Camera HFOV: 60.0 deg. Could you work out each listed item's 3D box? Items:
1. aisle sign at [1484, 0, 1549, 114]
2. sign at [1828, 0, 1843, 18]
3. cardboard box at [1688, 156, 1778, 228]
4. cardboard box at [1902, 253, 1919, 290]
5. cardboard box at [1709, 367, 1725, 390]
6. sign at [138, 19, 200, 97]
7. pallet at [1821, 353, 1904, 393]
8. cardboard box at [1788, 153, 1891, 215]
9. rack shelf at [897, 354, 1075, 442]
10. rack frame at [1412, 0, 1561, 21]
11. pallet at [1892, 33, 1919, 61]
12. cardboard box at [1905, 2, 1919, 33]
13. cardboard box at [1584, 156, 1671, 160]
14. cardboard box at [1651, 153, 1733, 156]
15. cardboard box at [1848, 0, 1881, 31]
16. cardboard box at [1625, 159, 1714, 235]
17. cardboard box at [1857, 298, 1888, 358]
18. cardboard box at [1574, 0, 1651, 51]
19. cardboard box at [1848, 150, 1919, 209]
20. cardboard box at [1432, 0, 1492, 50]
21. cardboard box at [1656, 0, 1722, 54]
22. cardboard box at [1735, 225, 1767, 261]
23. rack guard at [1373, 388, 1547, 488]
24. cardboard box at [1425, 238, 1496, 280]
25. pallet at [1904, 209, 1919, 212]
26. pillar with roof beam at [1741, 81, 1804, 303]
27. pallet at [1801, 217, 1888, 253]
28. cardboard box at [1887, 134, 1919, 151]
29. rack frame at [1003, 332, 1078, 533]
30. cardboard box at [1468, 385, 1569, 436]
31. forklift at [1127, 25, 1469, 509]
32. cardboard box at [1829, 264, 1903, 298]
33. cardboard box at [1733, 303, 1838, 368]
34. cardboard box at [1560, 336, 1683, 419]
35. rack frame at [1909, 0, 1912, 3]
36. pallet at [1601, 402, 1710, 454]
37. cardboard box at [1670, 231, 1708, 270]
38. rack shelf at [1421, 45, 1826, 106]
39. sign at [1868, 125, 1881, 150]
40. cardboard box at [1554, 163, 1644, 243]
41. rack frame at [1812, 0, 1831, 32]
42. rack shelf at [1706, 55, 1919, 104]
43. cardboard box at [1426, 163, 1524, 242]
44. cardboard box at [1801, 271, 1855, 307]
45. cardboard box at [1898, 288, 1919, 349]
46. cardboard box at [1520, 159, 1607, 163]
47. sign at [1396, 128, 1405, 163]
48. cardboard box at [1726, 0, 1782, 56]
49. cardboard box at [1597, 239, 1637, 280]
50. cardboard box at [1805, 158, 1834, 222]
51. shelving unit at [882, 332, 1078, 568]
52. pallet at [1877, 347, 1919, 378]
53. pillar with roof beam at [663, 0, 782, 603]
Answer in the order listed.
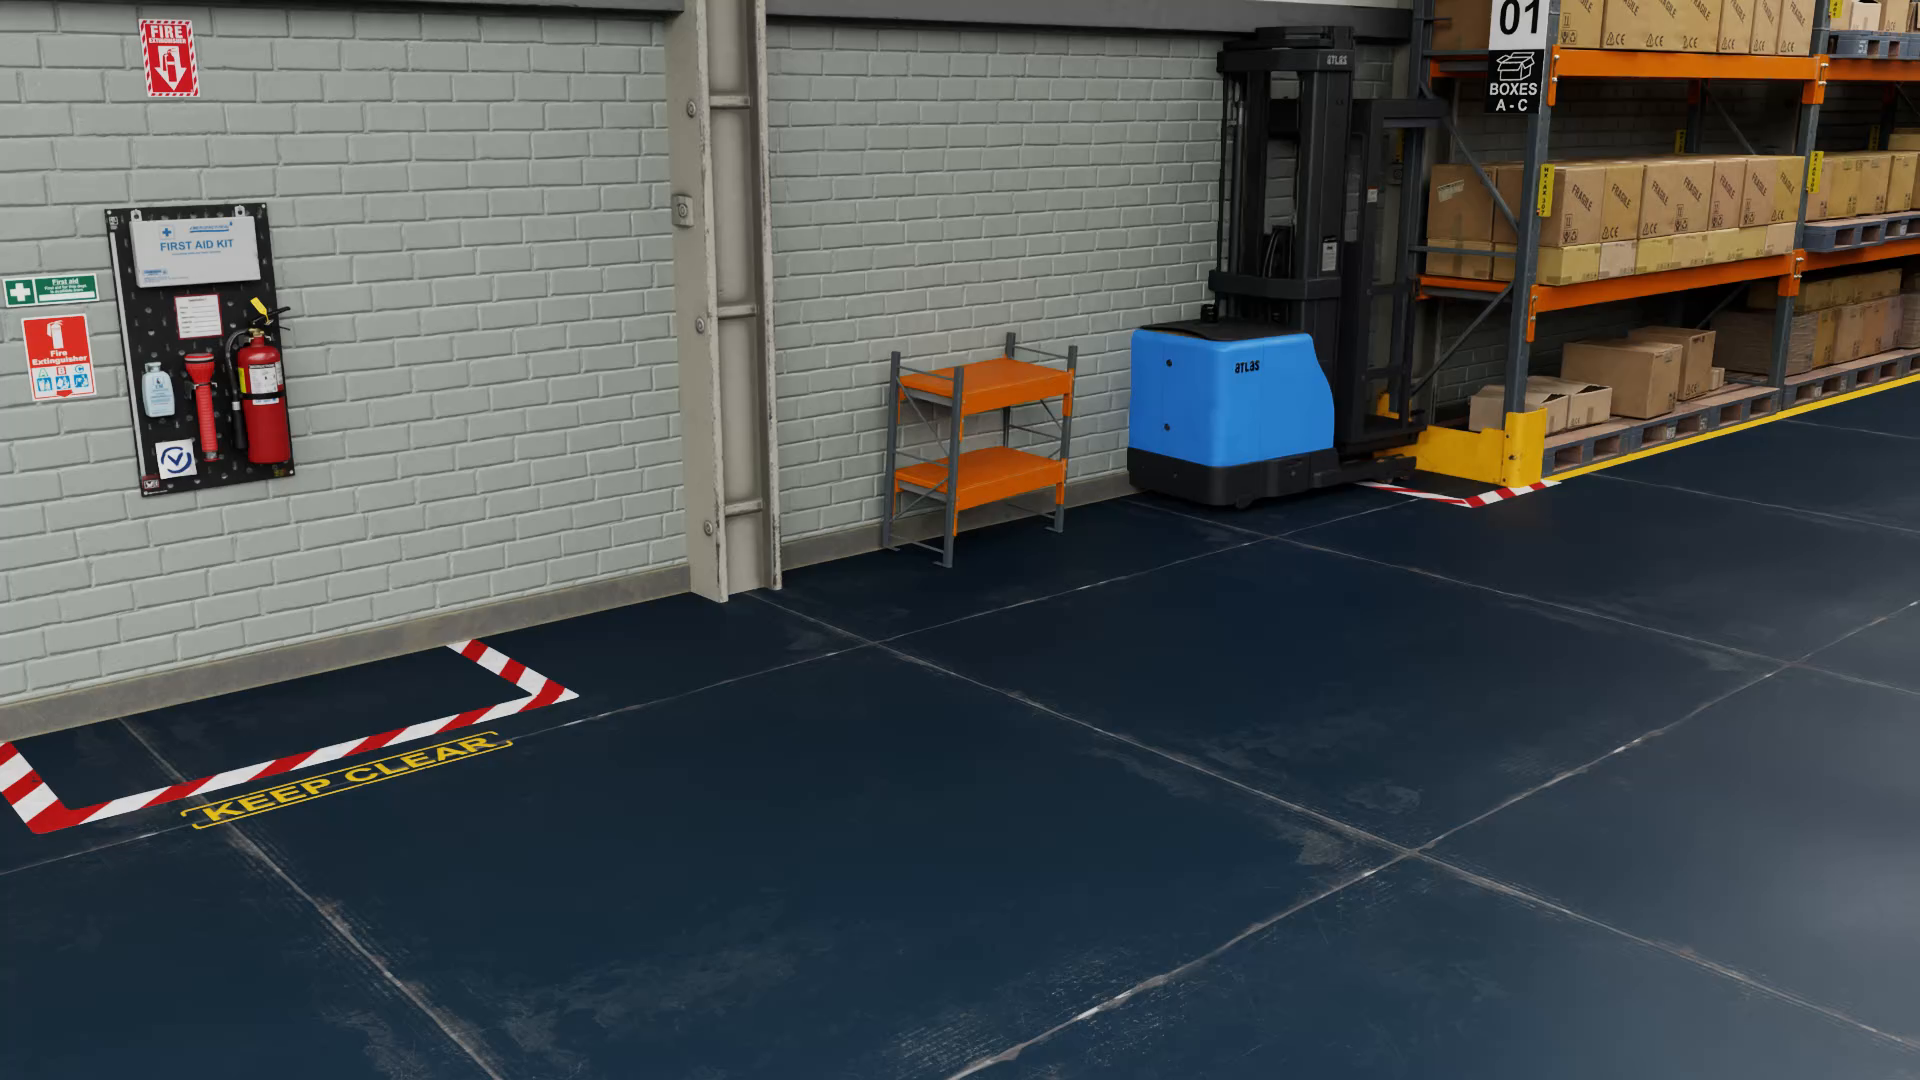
[{"bbox_3d":[3.523,-3.105,10.524,0.004,0.787,0.394,-13,19,-39],"label":"aisle sign"},{"bbox_3d":[6.759,-4.192,12.816,0.005,0.325,0.100,-13,19,-39],"label":"sign"},{"bbox_3d":[5.871,-2.671,12.734,0.500,0.500,0.500,-13,20,-40],"label":"cardboard box"},{"bbox_3d":[10.056,-2.538,16.791,0.750,0.750,0.750,-13,20,-40],"label":"cardboard box"},{"bbox_3d":[6.014,-1.344,13.608,0.380,0.166,0.250,13,20,40],"label":"cardboard box"},{"bbox_3d":[-3.147,-1.917,6.622,0.199,0.298,0.001,-13,19,-39],"label":"sign"},{"bbox_3d":[7.905,-1.590,15.293,1.213,0.211,1.003,-13,19,-39],"label":"pallet"},{"bbox_3d":[7.706,-3.148,14.678,0.500,0.500,0.700,-10,18,-32],"label":"cardboard box"},{"bbox_3d":[0.136,-0.820,9.438,0.538,0.278,1.000,18,22,37],"label":"rack shelf"},{"bbox_3d":[3.380,-4.818,10.349,0.127,3.000,1.000,-13,19,-39],"label":"rack frame"},{"bbox_3d":[7.714,-4.216,14.271,1.003,0.211,1.213,-13,19,-39],"label":"pallet"},{"bbox_3d":[8.376,-4.582,15.040,0.637,0.503,0.797,-9,18,-32],"label":"cardboard box"},{"bbox_3d":[5.134,-2.687,12.797,0.500,0.500,0.500,-12,19,-38],"label":"cardboard box"},{"bbox_3d":[5.906,-2.858,13.434,0.500,0.500,0.500,-13,20,-41],"label":"cardboard box"},{"bbox_3d":[7.327,-4.387,13.910,0.500,0.311,0.500,-12,19,-38],"label":"cardboard box"},{"bbox_3d":[5.092,-2.499,12.093,0.500,0.500,0.500,-12,19,-38],"label":"cardboard box"},{"bbox_3d":[8.085,-1.993,15.391,0.500,0.500,0.700,-13,20,-40],"label":"cardboard box"},{"bbox_3d":[4.225,-3.519,11.065,0.500,0.500,0.500,-11,19,-36],"label":"cardboard box"},{"bbox_3d":[8.663,-3.354,15.448,0.700,0.500,0.500,14,20,42],"label":"cardboard box"},{"bbox_3d":[3.529,-3.547,11.170,0.500,0.500,0.500,-11,18,-35],"label":"cardboard box"},{"bbox_3d":[5.004,-3.702,11.753,0.500,0.500,0.500,-11,19,-36],"label":"cardboard box"},{"bbox_3d":[5.858,-2.312,12.846,0.500,0.250,0.500,-13,19,-39],"label":"cardboard box"},{"bbox_3d":[3.437,-0.725,11.494,0.348,0.500,1.175,-13,19,-39],"label":"rack guard"},{"bbox_3d":[3.605,-1.974,11.578,0.500,0.250,0.500,-12,19,-39],"label":"cardboard box"},{"bbox_3d":[8.947,-3.041,15.692,1.003,0.211,1.213,-13,19,-39],"label":"pallet"},{"bbox_3d":[10.692,-5.283,12.091,0.400,9.000,9.100,-13,19,-39],"label":"pillar with roof beam"},{"bbox_3d":[7.070,-2.606,14.064,1.213,0.211,1.003,-13,19,-39],"label":"pallet"},{"bbox_3d":[8.941,-3.727,15.588,0.380,0.149,0.250,12,19,38],"label":"cardboard box"},{"bbox_3d":[0.446,-0.641,9.902,0.500,1.125,0.032,18,22,37],"label":"rack frame"},{"bbox_3d":[3.961,-0.933,11.787,0.500,0.311,0.500,13,20,41],"label":"cardboard box"},{"bbox_3d":[2.477,-1.889,11.144,3.031,2.935,1.130,-11,18,-35],"label":"forklift"},{"bbox_3d":[8.435,-2.425,15.556,0.500,0.250,0.500,-12,19,-38],"label":"cardboard box"},{"bbox_3d":[7.299,-1.827,14.769,0.500,0.500,0.700,-13,20,-40],"label":"cardboard box"},{"bbox_3d":[4.977,-1.235,12.553,0.500,0.500,0.700,-14,21,-43],"label":"cardboard box"},{"bbox_3d":[9.415,-6.173,15.423,0.127,3.000,1.000,-13,19,-39],"label":"rack frame"},{"bbox_3d":[4.993,-0.921,12.791,1.213,0.211,1.003,-13,19,-39],"label":"pallet"},{"bbox_3d":[5.110,-2.139,12.196,0.500,0.250,0.500,-12,19,-39],"label":"cardboard box"},{"bbox_3d":[4.889,-3.360,12.098,4.000,0.370,1.077,-13,19,-39],"label":"rack shelf"},{"bbox_3d":[9.048,-3.942,16.450,0.005,0.325,0.100,-13,19,-39],"label":"sign"},{"bbox_3d":[4.317,-2.323,11.433,0.500,0.500,0.500,-13,19,-39],"label":"cardboard box"},{"bbox_3d":[6.397,-5.495,12.886,0.127,3.000,1.000,-13,19,-39],"label":"rack frame"},{"bbox_3d":[7.906,-4.038,14.634,4.000,0.370,1.077,-13,19,-39],"label":"rack shelf"},{"bbox_3d":[3.596,-2.340,11.497,0.500,0.500,0.500,-13,20,-40],"label":"cardboard box"},{"bbox_3d":[7.662,-2.256,14.923,0.500,0.250,0.500,-13,20,-41],"label":"cardboard box"},{"bbox_3d":[8.906,-2.147,15.968,0.500,0.500,0.700,-12,19,-39],"label":"cardboard box"},{"bbox_3d":[4.369,-2.512,12.140,0.500,0.500,0.500,-13,20,-41],"label":"cardboard box"},{"bbox_3d":[3.031,-2.743,11.351,0.005,0.325,0.100,-13,19,-39],"label":"sign"},{"bbox_3d":[5.789,-3.887,12.446,0.500,0.500,0.500,14,20,42],"label":"cardboard box"},{"bbox_3d":[4.339,-1.968,11.558,0.500,0.250,0.500,-13,20,-41],"label":"cardboard box"},{"bbox_3d":[6.804,-2.938,13.889,0.500,0.500,0.700,-13,19,-39],"label":"cardboard box"},{"bbox_3d":[0.118,-0.541,9.527,0.538,1.125,1.048,18,22,37],"label":"shelving unit"},{"bbox_3d":[8.825,-1.795,16.062,1.213,0.211,1.003,-13,19,-39],"label":"pallet"},{"bbox_3d":[1.640,-3.250,4.481,0.400,9.000,9.100,-13,19,-39],"label":"pillar with roof beam"}]
